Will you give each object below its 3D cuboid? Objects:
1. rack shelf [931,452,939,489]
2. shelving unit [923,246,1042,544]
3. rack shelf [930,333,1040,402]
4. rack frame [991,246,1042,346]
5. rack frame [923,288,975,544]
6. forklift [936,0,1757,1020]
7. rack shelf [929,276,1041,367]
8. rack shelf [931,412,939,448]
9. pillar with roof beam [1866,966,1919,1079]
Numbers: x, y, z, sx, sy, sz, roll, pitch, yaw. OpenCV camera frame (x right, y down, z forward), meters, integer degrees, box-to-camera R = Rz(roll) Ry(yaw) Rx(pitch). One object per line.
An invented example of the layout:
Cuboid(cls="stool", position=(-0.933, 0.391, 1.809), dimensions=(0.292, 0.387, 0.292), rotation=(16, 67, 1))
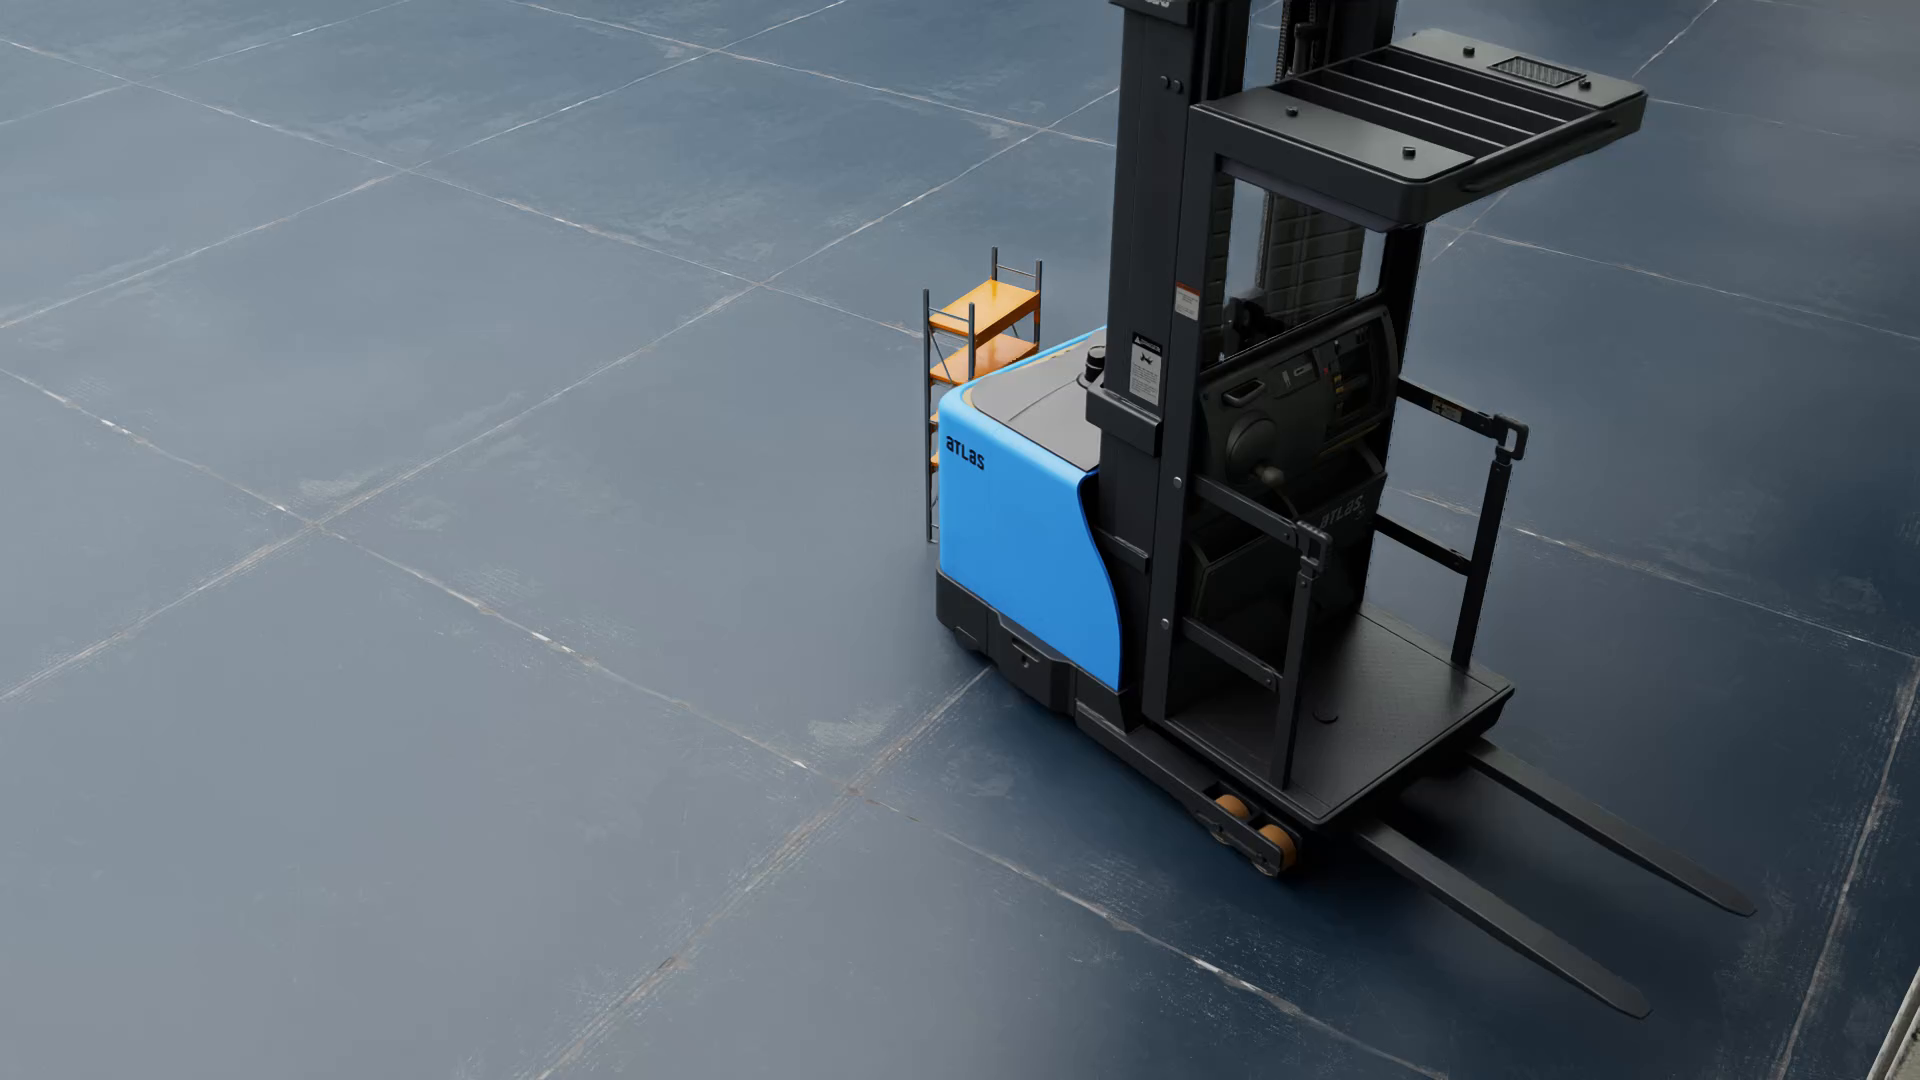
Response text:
Cuboid(cls="rack shelf", position=(0.094, -0.353, 7.175), dimensions=(0.258, 0.148, 0.480), rotation=(21, 39, 28))
Cuboid(cls="shelving unit", position=(0.094, -0.573, 7.027), dimensions=(0.258, 1.200, 0.503), rotation=(21, 39, 28))
Cuboid(cls="rack shelf", position=(0.094, -0.703, 6.939), dimensions=(0.258, 0.148, 0.480), rotation=(21, 39, 28))
Cuboid(cls="rack frame", position=(0.233, -0.686, 7.193), dimensions=(0.240, 1.200, 0.015), rotation=(21, 39, 28))
Cuboid(cls="rack frame", position=(-0.045, -0.461, 6.860), dimensions=(0.240, 1.200, 0.015), rotation=(21, 39, 28))
Cuboid(cls="forklift", position=(1.242, -0.411, 5.241), dimensions=(1.130, 2.935, 3.031), rotation=(-26, 42, -33))
Cuboid(cls="rack shelf", position=(0.094, -0.899, 6.806), dimensions=(0.258, 0.148, 0.480), rotation=(21, 39, 28))
Cuboid(cls="rack shelf", position=(0.094, -0.517, 7.064), dimensions=(0.258, 0.148, 0.480), rotation=(21, 39, 28))
Cuboid(cls="pillar with roof beam", position=(-1.189, -3.149, 3.874), dimensions=(9.100, 9.000, 0.400), rotation=(21, 39, 28))
